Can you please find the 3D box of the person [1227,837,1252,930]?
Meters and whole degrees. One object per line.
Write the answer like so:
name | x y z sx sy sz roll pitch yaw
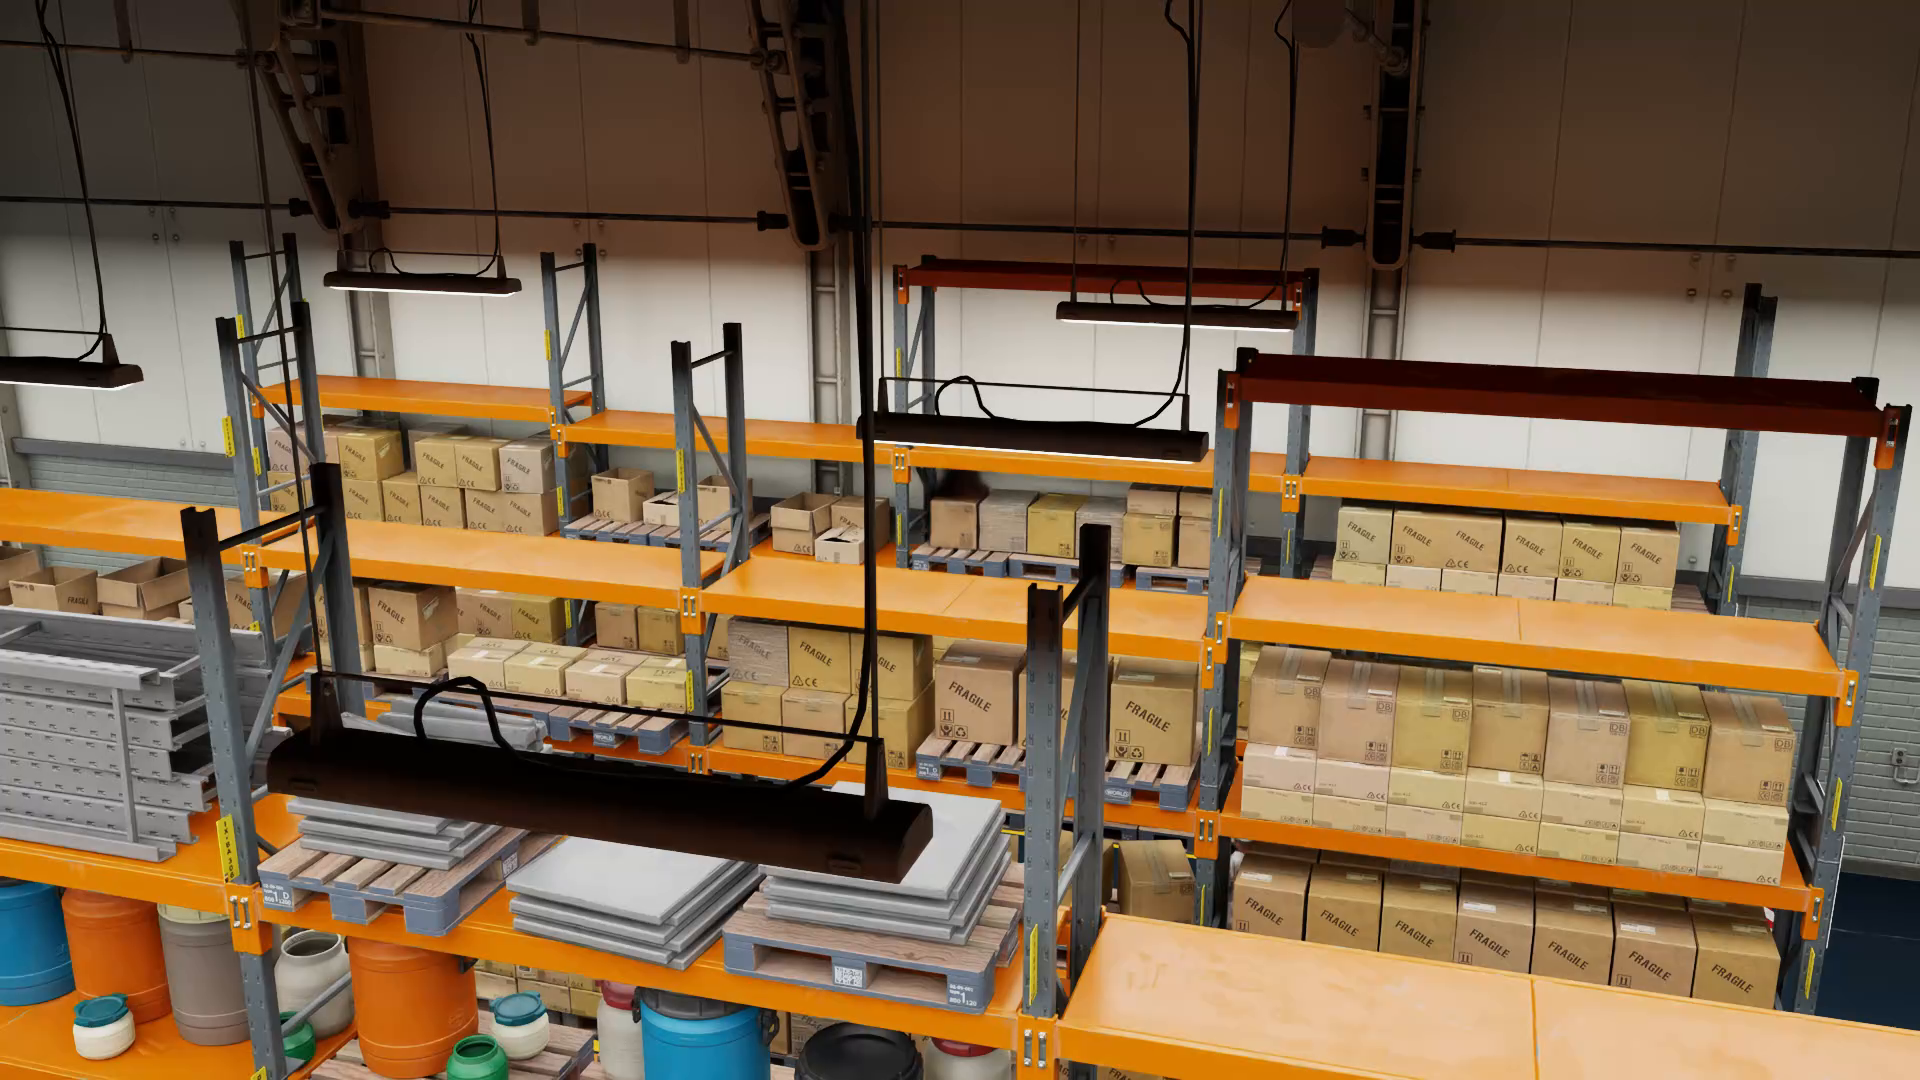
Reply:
person | 2.426 3.212 14.418 0.570 1.761 0.609 2 16 7
